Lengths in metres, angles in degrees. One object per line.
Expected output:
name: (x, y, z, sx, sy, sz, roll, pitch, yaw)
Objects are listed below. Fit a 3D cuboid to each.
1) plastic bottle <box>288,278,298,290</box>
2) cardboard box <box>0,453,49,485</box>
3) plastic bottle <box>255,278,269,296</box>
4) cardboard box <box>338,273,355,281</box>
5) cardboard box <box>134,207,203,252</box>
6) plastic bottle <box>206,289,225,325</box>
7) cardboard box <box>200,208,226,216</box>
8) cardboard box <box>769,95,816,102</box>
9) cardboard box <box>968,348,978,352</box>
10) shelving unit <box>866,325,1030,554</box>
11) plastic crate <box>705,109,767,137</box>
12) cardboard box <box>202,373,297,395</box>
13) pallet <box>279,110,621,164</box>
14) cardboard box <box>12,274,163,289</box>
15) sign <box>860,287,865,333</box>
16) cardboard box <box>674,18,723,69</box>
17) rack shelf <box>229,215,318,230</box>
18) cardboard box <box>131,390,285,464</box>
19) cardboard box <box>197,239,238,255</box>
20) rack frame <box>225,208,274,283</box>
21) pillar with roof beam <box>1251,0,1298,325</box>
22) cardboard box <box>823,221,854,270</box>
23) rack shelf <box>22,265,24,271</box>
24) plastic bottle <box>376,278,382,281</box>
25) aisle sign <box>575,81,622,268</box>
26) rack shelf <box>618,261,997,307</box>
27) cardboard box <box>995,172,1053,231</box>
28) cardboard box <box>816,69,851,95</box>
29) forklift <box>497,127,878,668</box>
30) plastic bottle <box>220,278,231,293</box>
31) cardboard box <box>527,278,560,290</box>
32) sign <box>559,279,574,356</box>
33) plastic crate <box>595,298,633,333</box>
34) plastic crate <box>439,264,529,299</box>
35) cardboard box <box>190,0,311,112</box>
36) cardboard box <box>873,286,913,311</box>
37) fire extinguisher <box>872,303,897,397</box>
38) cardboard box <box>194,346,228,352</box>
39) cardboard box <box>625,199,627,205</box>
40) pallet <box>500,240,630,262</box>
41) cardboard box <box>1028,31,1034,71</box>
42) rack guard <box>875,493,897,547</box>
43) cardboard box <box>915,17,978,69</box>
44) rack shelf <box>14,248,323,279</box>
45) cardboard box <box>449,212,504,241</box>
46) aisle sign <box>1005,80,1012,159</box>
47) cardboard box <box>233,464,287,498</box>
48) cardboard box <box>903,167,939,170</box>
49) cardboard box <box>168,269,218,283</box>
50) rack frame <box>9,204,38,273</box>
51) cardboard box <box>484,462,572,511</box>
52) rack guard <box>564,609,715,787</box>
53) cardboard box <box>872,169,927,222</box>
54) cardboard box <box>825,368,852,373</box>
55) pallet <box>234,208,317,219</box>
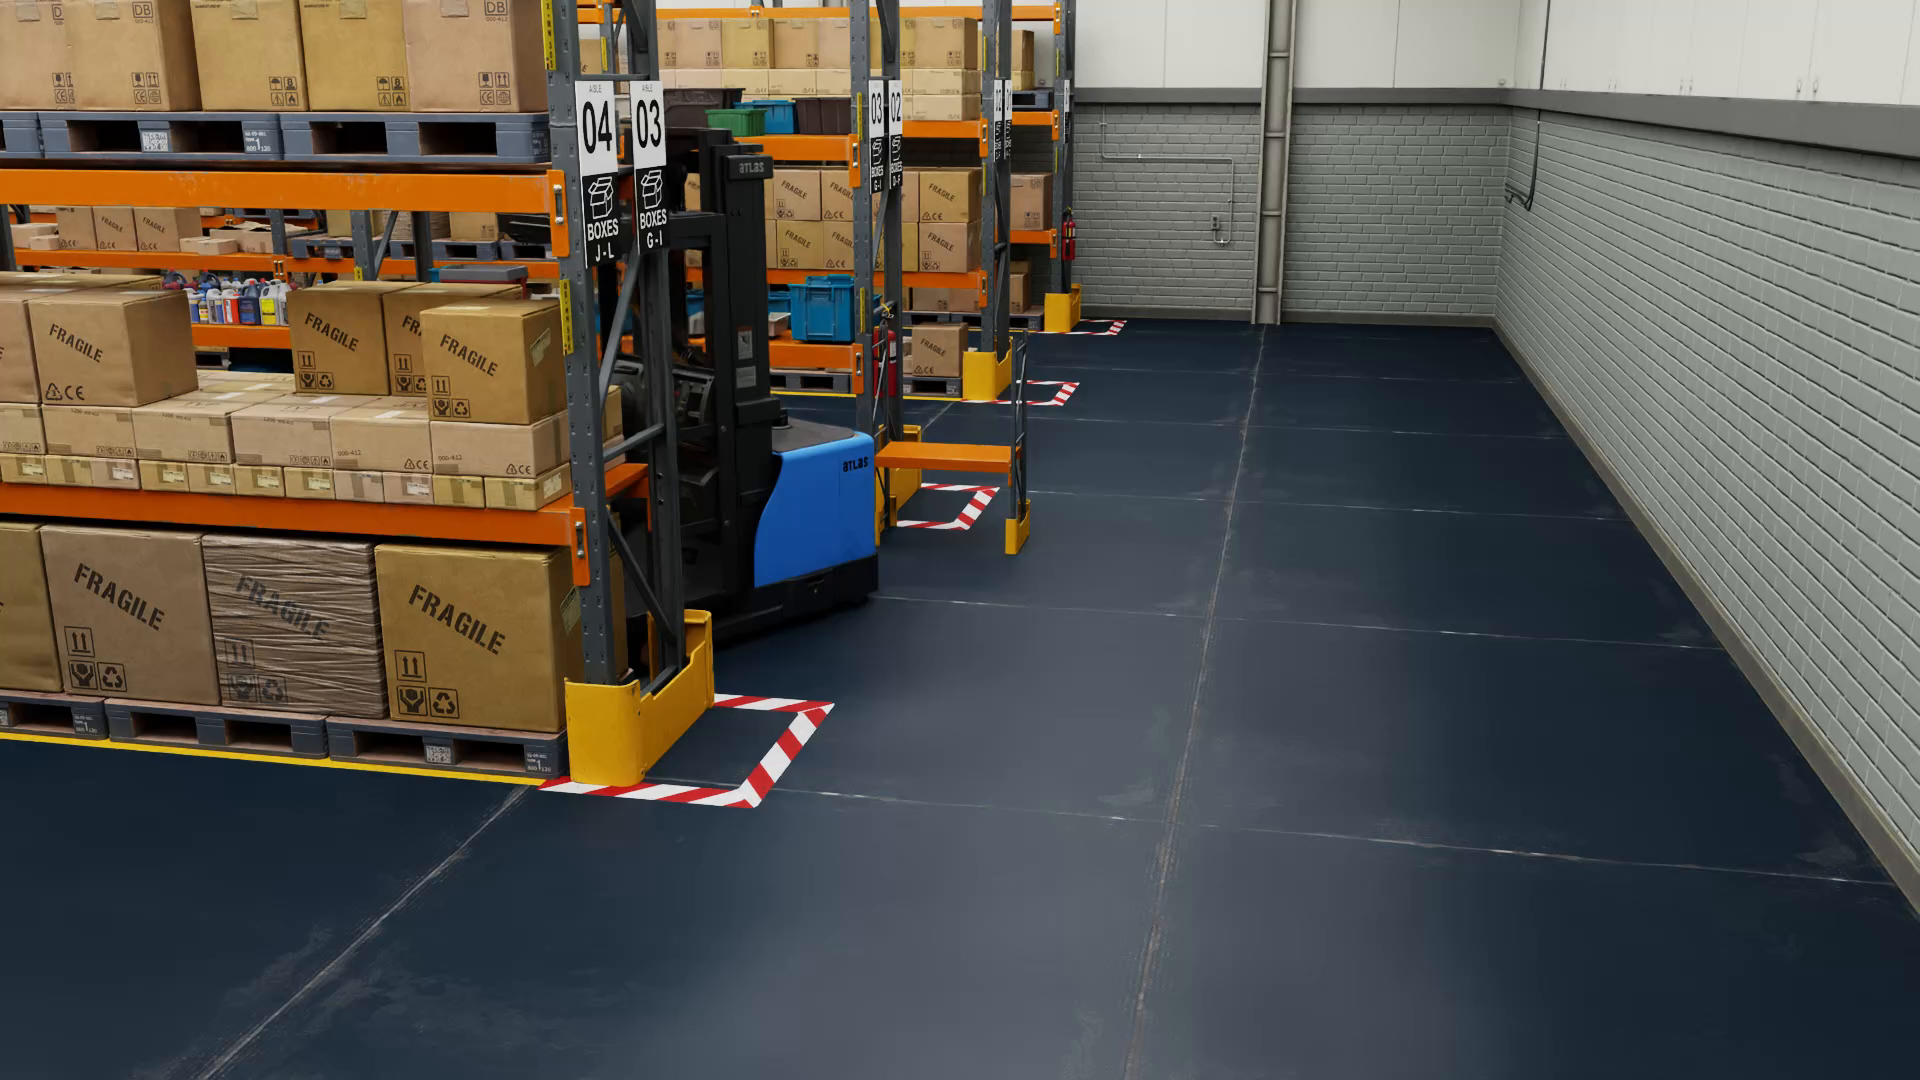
plastic bottle: (-5.678, -2.076, 14.087, 0.133, 0.283, 0.061, 3, 16, 11)
cardboard box: (-4.523, -0.393, 8.263, 0.250, 0.149, 0.380, 3, 16, 10)
plastic bottle: (-5.652, -1.941, 13.473, 0.185, 0.351, 0.144, 3, 16, 11)
cardboard box: (-8.666, -3.892, 24.281, 0.500, 0.500, 0.700, 3, 16, 12)
cardboard box: (-9.110, -3.596, 19.166, 0.500, 0.500, 0.500, 2, 16, 8)
plastic bottle: (-5.968, -1.884, 13.407, 0.135, 0.276, 0.152, 3, 16, 11)
cardboard box: (-10.923, -4.855, 24.142, 0.500, 0.250, 0.500, 3, 16, 11)
cardboard box: (-1.646, -4.452, 17.107, 0.500, 0.250, 0.500, 3, 16, 11)
cardboard box: (0.035, -1.987, 18.063, 0.250, 0.149, 0.380, 3, 16, 11)
shelving unit: (-0.075, -0.727, 11.806, 1.083, 1.500, 0.587, 3, 16, 11)
plastic crate: (-1.637, -3.063, 12.207, 0.336, 0.188, 0.450, 3, 16, 11)
cardboard box: (-3.532, -0.693, 8.598, 0.500, 0.250, 0.500, 3, 16, 10)
pallet: (-2.330, -1.885, 7.726, 1.213, 0.211, 1.003, 3, 16, 11)
cardboard box: (-4.527, -1.109, 8.694, 0.500, 0.500, 0.500, 3, 16, 12)
sign: (-0.708, -1.675, 12.115, 0.005, 0.325, 0.100, 3, 16, 11)
cardboard box: (-2.597, -5.146, 17.270, 0.500, 0.500, 0.700, 3, 16, 11)
rack shelf: (-8.439, -4.518, 24.032, 4.000, 0.370, 1.077, 3, 16, 11)
cardboard box: (-3.636, -0.554, 8.096, 0.500, 0.250, 0.500, 3, 16, 11)
cardboard box: (-8.399, -3.317, 18.818, 0.250, 0.149, 0.380, 3, 16, 11)
rack frame: (-10.399, -4.971, 24.320, 0.127, 3.000, 1.000, 3, 16, 11)
pillar with roof beam: (3.321, -6.181, 17.447, 0.400, 9.000, 9.100, 3, 16, 11)
cardboard box: (-1.113, -3.092, 17.349, 0.500, 0.500, 0.500, 3, 16, 12)
rack shelf: (-13.342, -3.435, 20.121, 4.000, 0.370, 1.077, 3, 16, 11)
plastic bottle: (-4.854, -2.036, 13.816, 0.185, 0.351, 0.144, 3, 16, 11)
aisle sign: (-1.590, -1.616, 7.338, 0.004, 0.787, 0.394, 3, 16, 11)
rack shelf: (-1.583, -2.797, 17.817, 4.000, 0.370, 1.077, 3, 16, 11)
cardboard box: (0.859, -4.502, 22.064, 0.700, 0.700, 0.980, 4, 16, 14)
cardboard box: (-1.157, -4.666, 16.943, 0.500, 0.250, 0.500, 3, 16, 11)
forklift: (-1.888, -0.834, 9.513, 1.130, 2.935, 3.031, 14, 21, 41)
plastic bottle: (-6.249, -2.096, 14.183, 0.097, 0.271, 0.097, 0, 15, 0)
cardboard box: (-5.785, -3.851, 23.517, 0.750, 0.750, 0.750, 3, 16, 10)
sign: (-1.723, -0.977, 7.286, 0.005, 0.325, 0.100, 3, 16, 11)
plastic crate: (-2.677, -1.732, 12.826, 0.300, 0.233, 0.416, 3, 16, 11)
plastic crate: (-3.709, -1.901, 13.003, 0.583, 0.464, 0.402, 3, 16, 11)
cardboard box: (-3.165, -2.280, 7.823, 0.500, 0.500, 0.700, 2, 16, 7)
cardboard box: (-0.853, -3.421, 22.620, 0.500, 0.500, 0.700, 3, 16, 12)
fire extinguisher: (-0.557, -1.397, 12.261, 0.183, 0.674, 0.296, 3, 16, 11)
cardboard box: (-8.533, -2.330, 19.150, 0.500, 0.250, 0.500, 3, 16, 10)
cardboard box: (-4.545, -4.784, 22.863, 0.500, 0.500, 0.500, 4, 16, 13)
pallet: (-4.304, -3.228, 18.387, 1.213, 0.211, 1.003, 3, 16, 11)
cardboard box: (0.693, -6.420, 21.834, 0.500, 0.500, 0.500, 2, 16, 9)
rack guard: (-0.563, -0.151, 12.069, 0.087, 0.250, 0.587, 3, 16, 11)
cardboard box: (-0.130, -5.036, 16.872, 0.500, 0.500, 0.700, 3, 16, 11)
rack shelf: (-9.423, -3.222, 19.353, 4.000, 0.370, 1.077, 3, 16, 11)
cardboard box: (-5.286, -3.578, 18.316, 0.500, 0.500, 0.700, -1, 16, -3)
aisle sign: (0.502, -4.363, 17.254, 0.004, 0.787, 0.394, 3, 16, 11)
cardboard box: (-3.271, -0.325, 8.017, 0.250, 0.149, 0.380, 3, 16, 11)
cardboard box: (-0.519, -3.685, 17.617, 0.500, 0.500, 0.500, 3, 16, 12)
cardboard box: (-11.424, -4.023, 24.756, 0.500, 0.500, 0.500, 2, 16, 7)
rack frame: (-11.382, -3.675, 19.641, 0.127, 3.000, 1.000, 3, 16, 11)
cardboard box: (-2.015, -0.257, 7.773, 0.250, 0.149, 0.380, 3, 16, 12)
rack guard: (-1.577, 0.760, 8.311, 0.348, 0.500, 1.175, 3, 16, 11)
cardboard box: (-0.609, -3.545, 17.112, 0.500, 0.500, 0.500, 4, 16, 13)
cardboard box: (-1.130, -1.947, 17.727, 0.500, 0.250, 0.500, 3, 16, 11)
pallet: (-9.679, -4.800, 24.061, 1.213, 0.211, 1.003, 3, 16, 11)
